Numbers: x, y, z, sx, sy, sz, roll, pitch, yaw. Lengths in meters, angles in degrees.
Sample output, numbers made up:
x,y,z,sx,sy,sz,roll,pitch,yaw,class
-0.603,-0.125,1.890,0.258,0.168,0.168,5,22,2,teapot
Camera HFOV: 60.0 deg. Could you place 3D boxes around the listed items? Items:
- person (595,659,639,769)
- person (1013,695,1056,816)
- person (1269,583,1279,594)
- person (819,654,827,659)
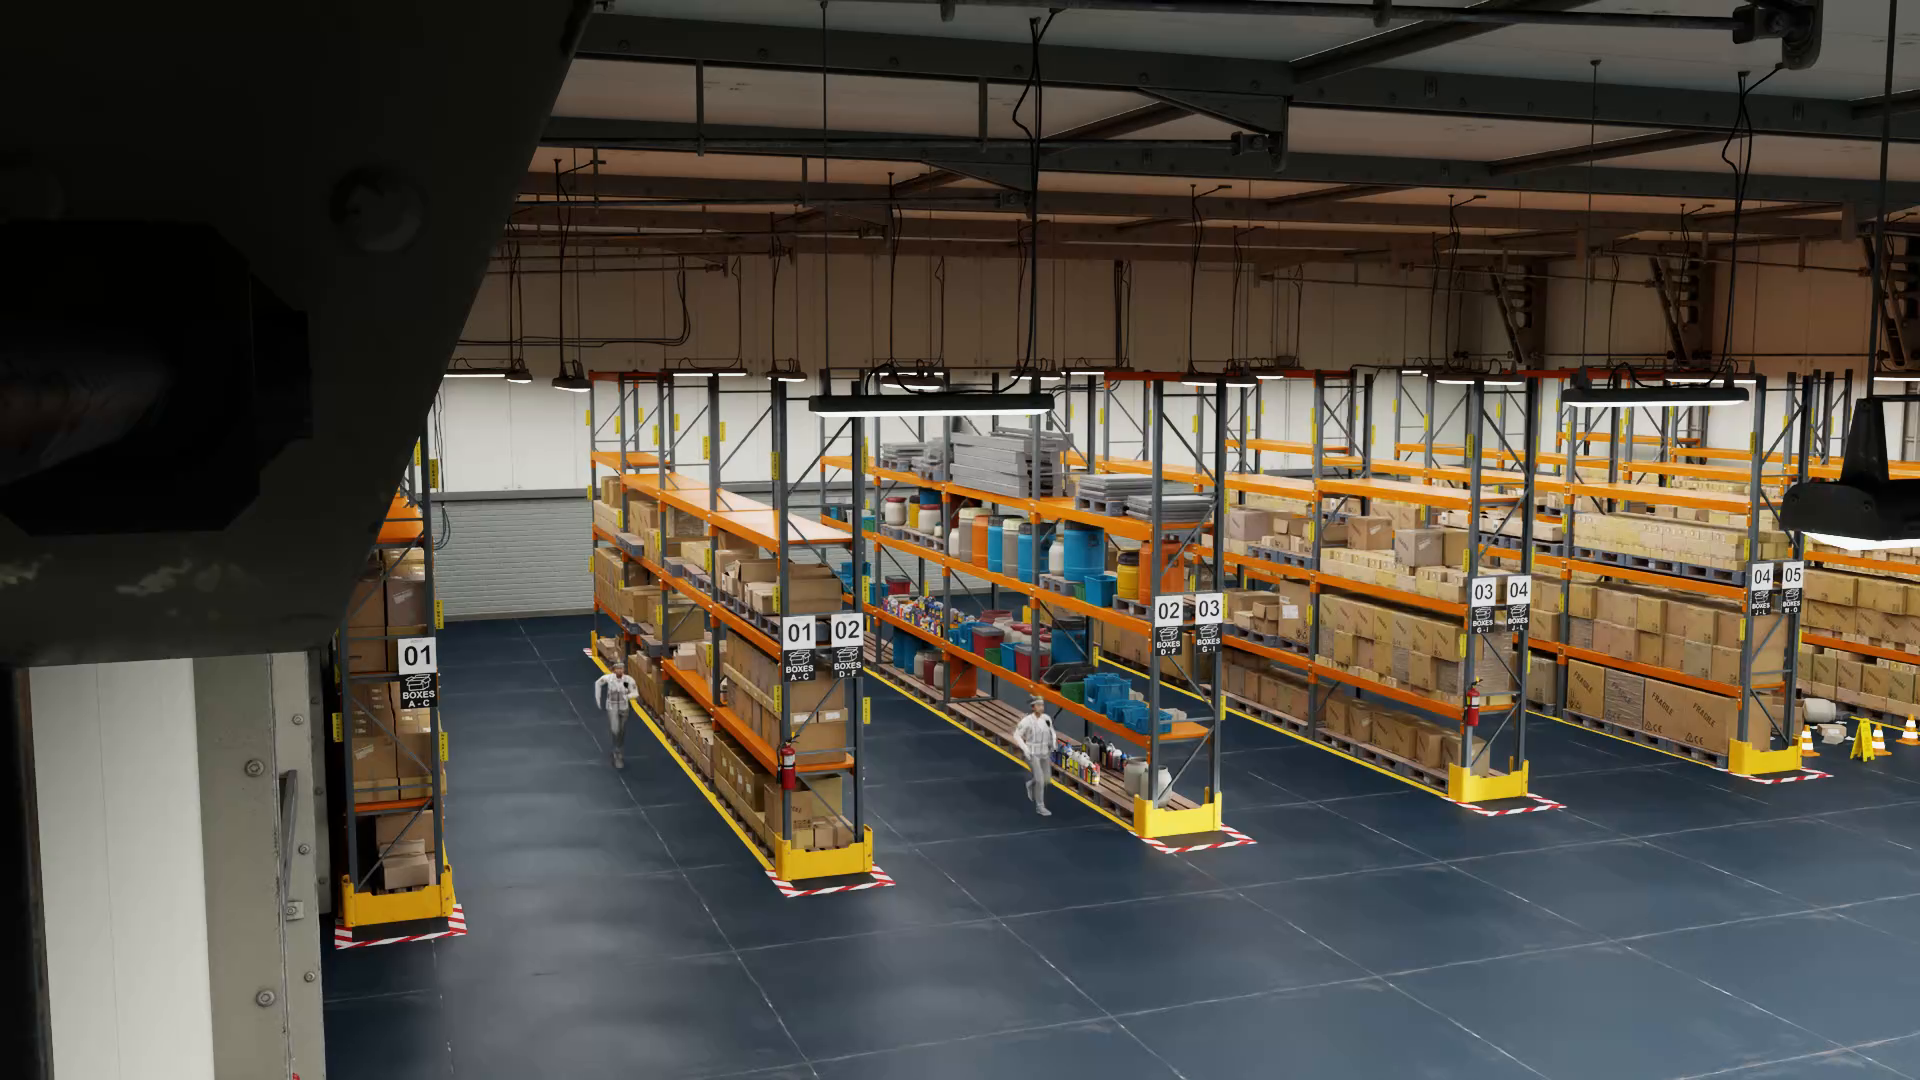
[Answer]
x,y,z,sx,sy,sz,roll,pitch,yaw,class
-5.276,2.642,25.633,0.638,1.709,0.812,-2,7,-18,person
1.049,2.944,22.980,0.613,1.659,0.659,-3,7,-28,person
7.917,0.955,40.985,0.547,1.598,0.610,4,7,31,person
-2.560,2.307,28.723,0.716,1.681,0.922,-4,8,-32,person
